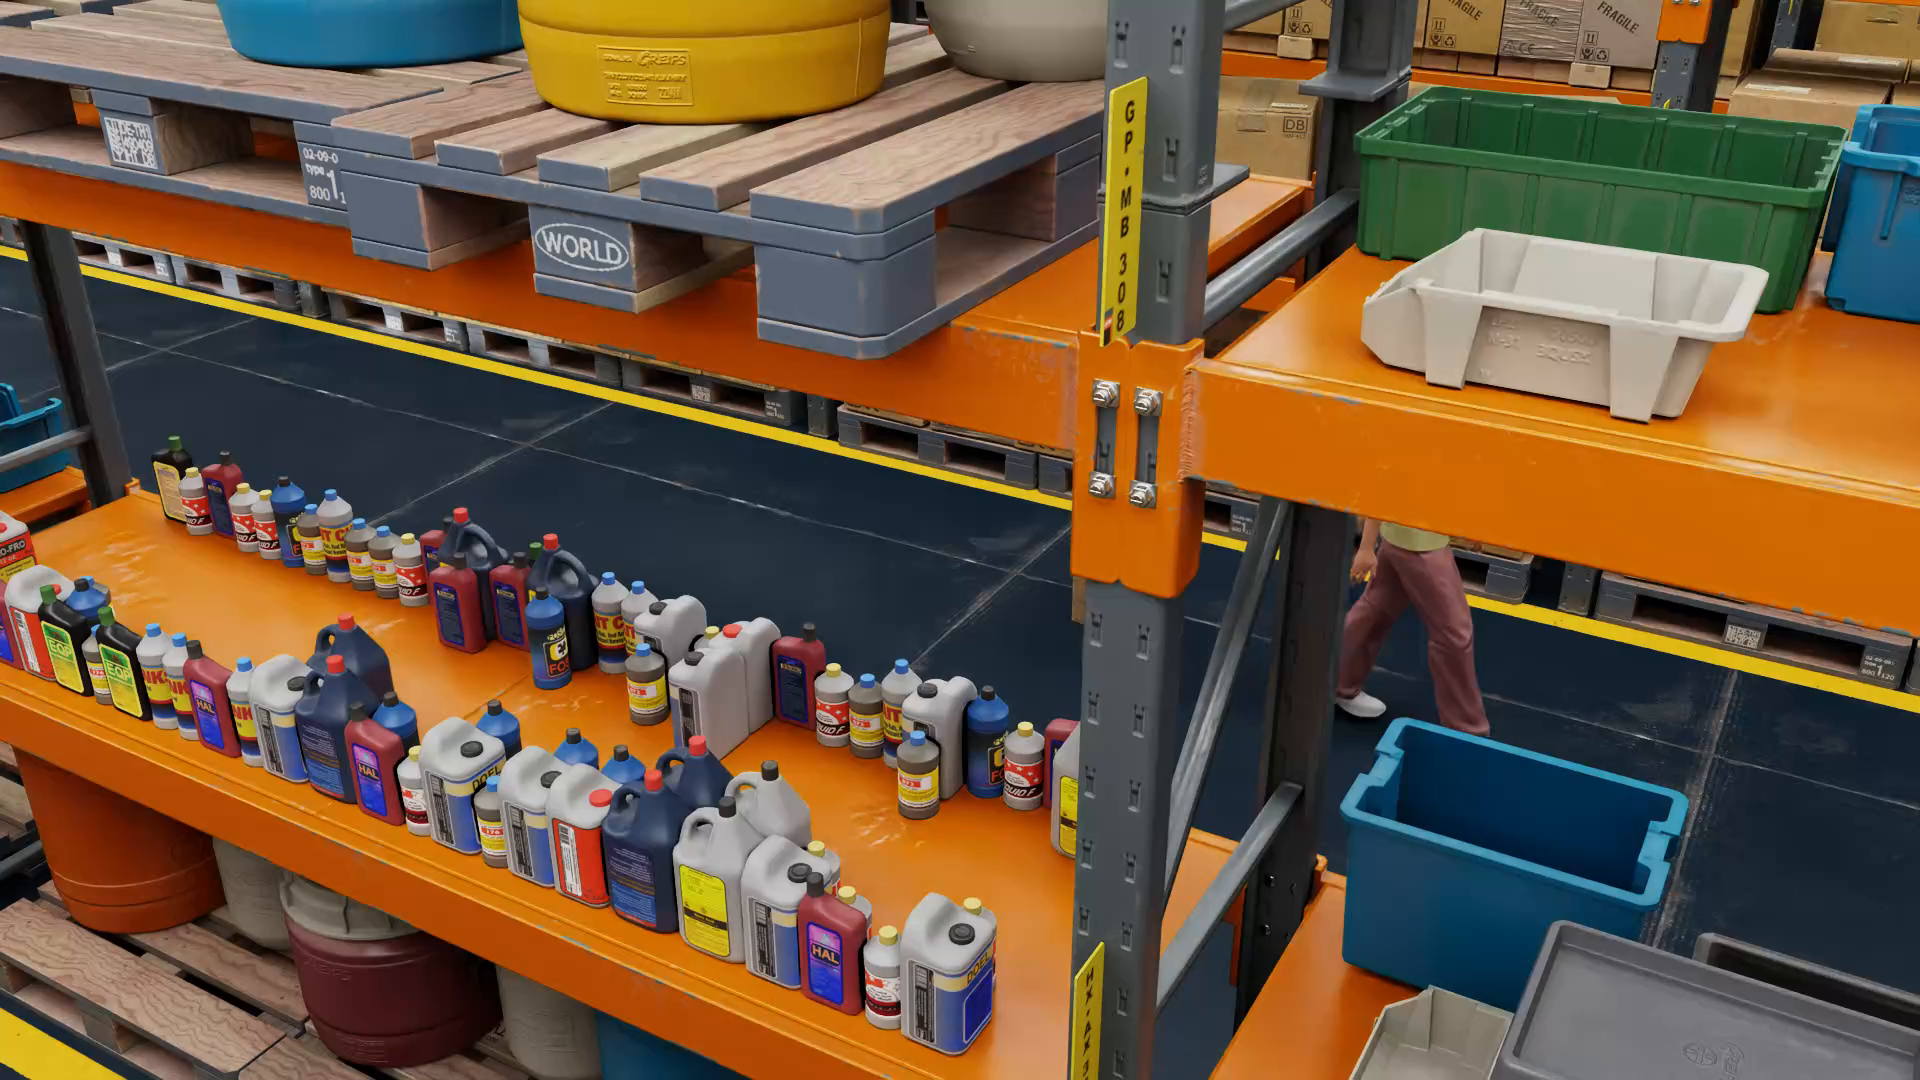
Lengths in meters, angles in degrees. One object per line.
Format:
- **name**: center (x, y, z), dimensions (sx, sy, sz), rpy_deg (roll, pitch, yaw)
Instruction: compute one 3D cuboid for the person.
- **person**: center (1.740, 0.019, 6.089), dimensions (0.825, 1.677, 0.525), rpy_deg (12, 29, 23)
